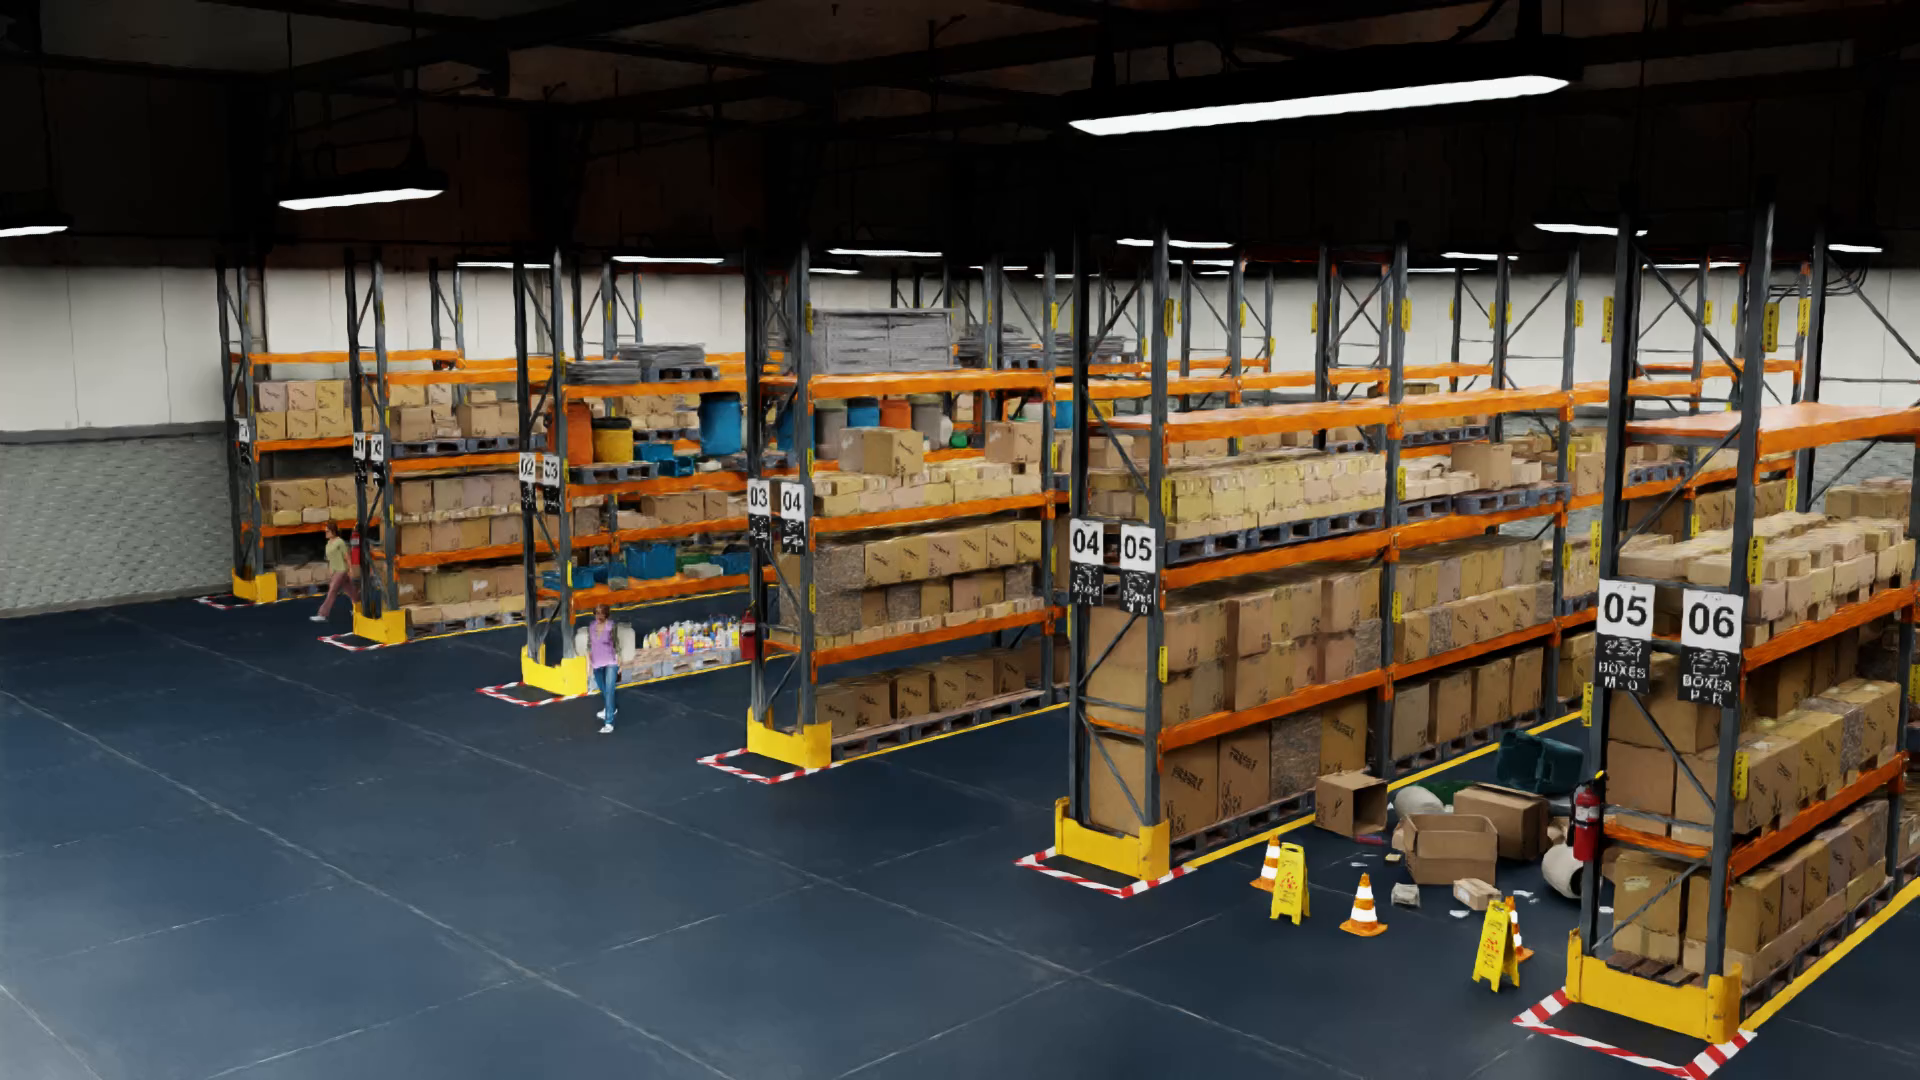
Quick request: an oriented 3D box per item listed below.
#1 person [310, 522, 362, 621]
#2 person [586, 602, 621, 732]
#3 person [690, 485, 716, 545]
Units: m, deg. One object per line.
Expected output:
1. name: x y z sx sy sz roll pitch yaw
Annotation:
1. person: -10.267 0.490 27.331 0.451 1.585 1.089 8 11 43
2. person: -4.366 1.515 20.341 0.482 1.560 0.862 2 8 16
3. person: -5.219 -0.378 33.191 1.121 1.687 0.577 -7 11 -42
